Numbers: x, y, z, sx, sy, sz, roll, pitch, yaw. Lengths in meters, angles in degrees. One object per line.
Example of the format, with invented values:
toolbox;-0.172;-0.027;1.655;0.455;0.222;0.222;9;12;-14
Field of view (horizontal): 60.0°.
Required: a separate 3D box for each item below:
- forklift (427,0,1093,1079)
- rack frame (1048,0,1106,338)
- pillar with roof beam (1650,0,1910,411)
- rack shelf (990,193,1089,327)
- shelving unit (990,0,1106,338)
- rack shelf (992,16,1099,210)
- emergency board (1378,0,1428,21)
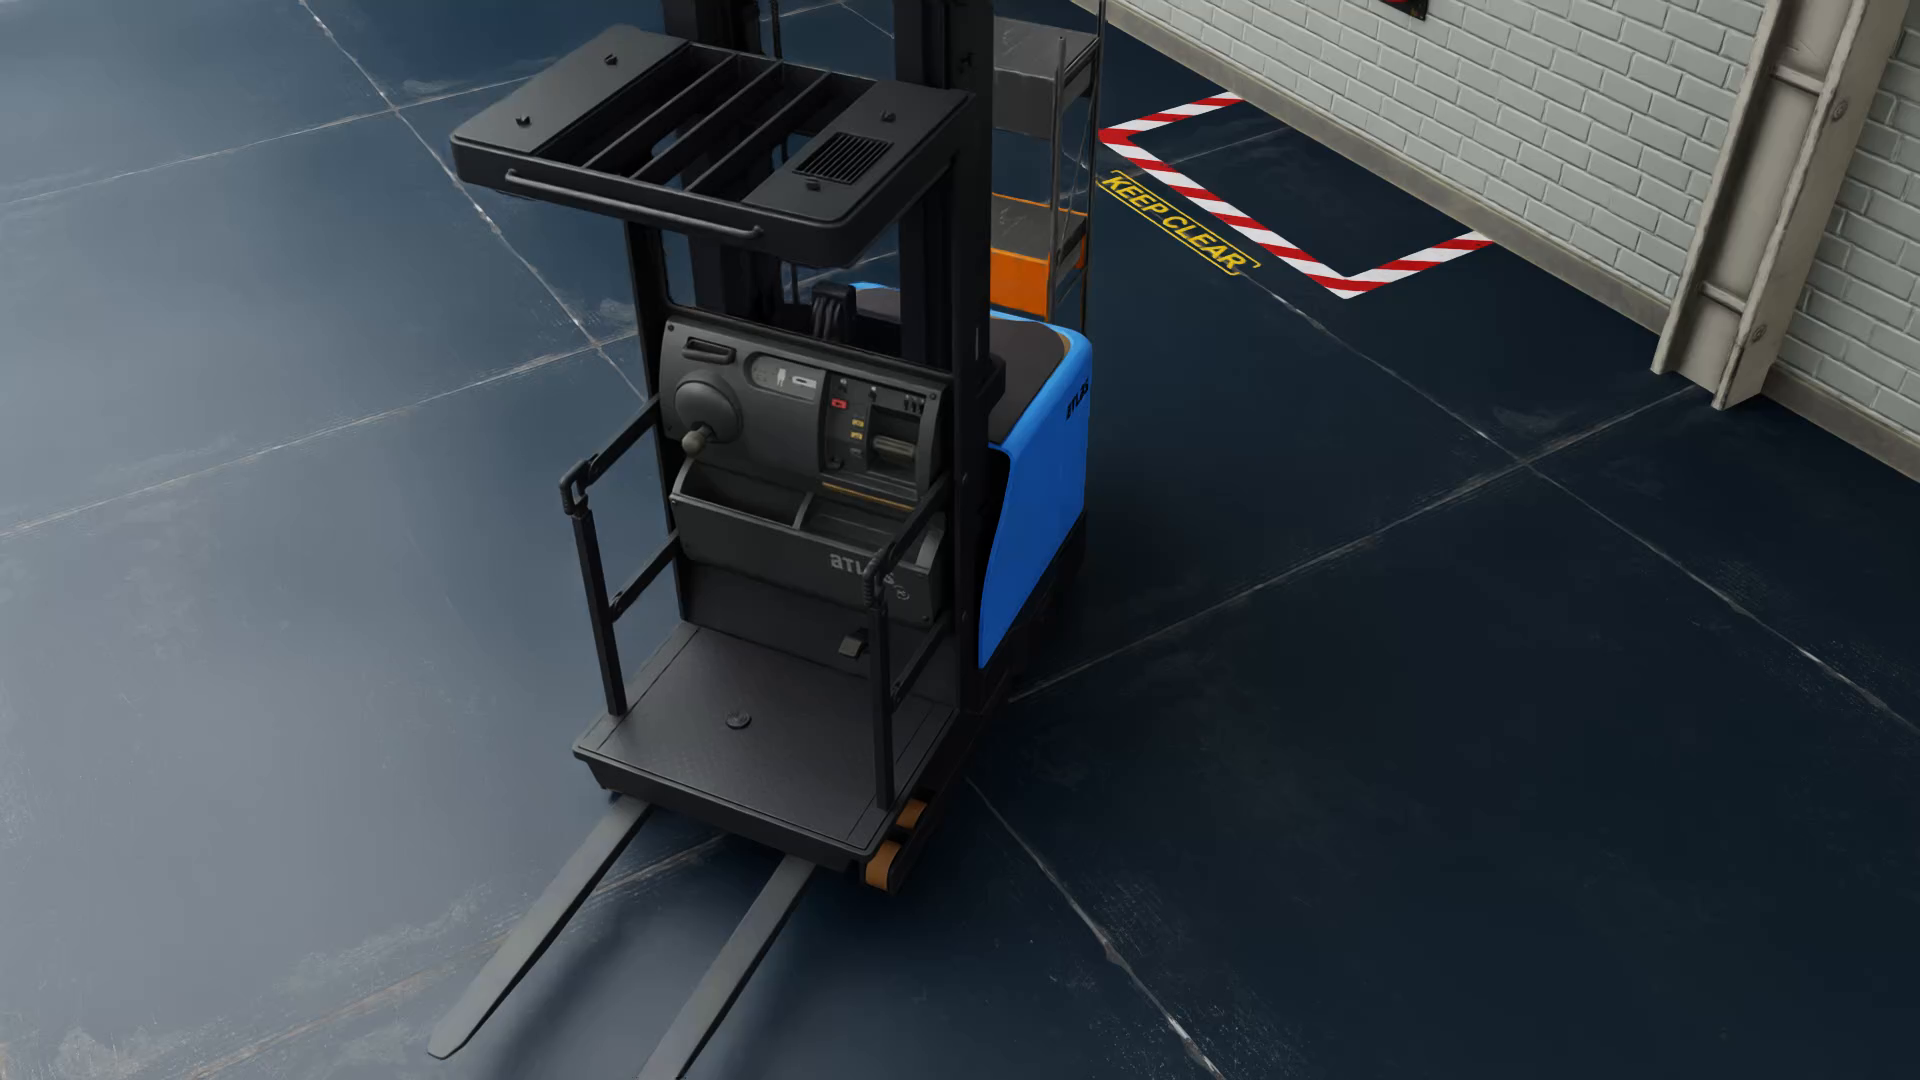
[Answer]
forklift;-0.574;-0.311;4.833;1.130;2.935;3.031;16;42;18
rack frame;0.412;-0.944;6.242;0.015;2.100;0.400;17;43;19
pillar with roof beam;-0.202;-2.712;2.975;9.100;9.000;0.400;-22;45;-24
rack shelf;0.191;-0.999;6.330;0.480;0.518;0.431;17;43;19
shelving unit;0.191;-1.010;6.321;0.503;2.100;0.431;17;43;19
rack shelf;0.191;-1.537;5.882;0.480;0.518;0.431;17;43;19
emergency board;2.131;-3.236;8.290;0.194;1.169;0.643;-22;45;-24
